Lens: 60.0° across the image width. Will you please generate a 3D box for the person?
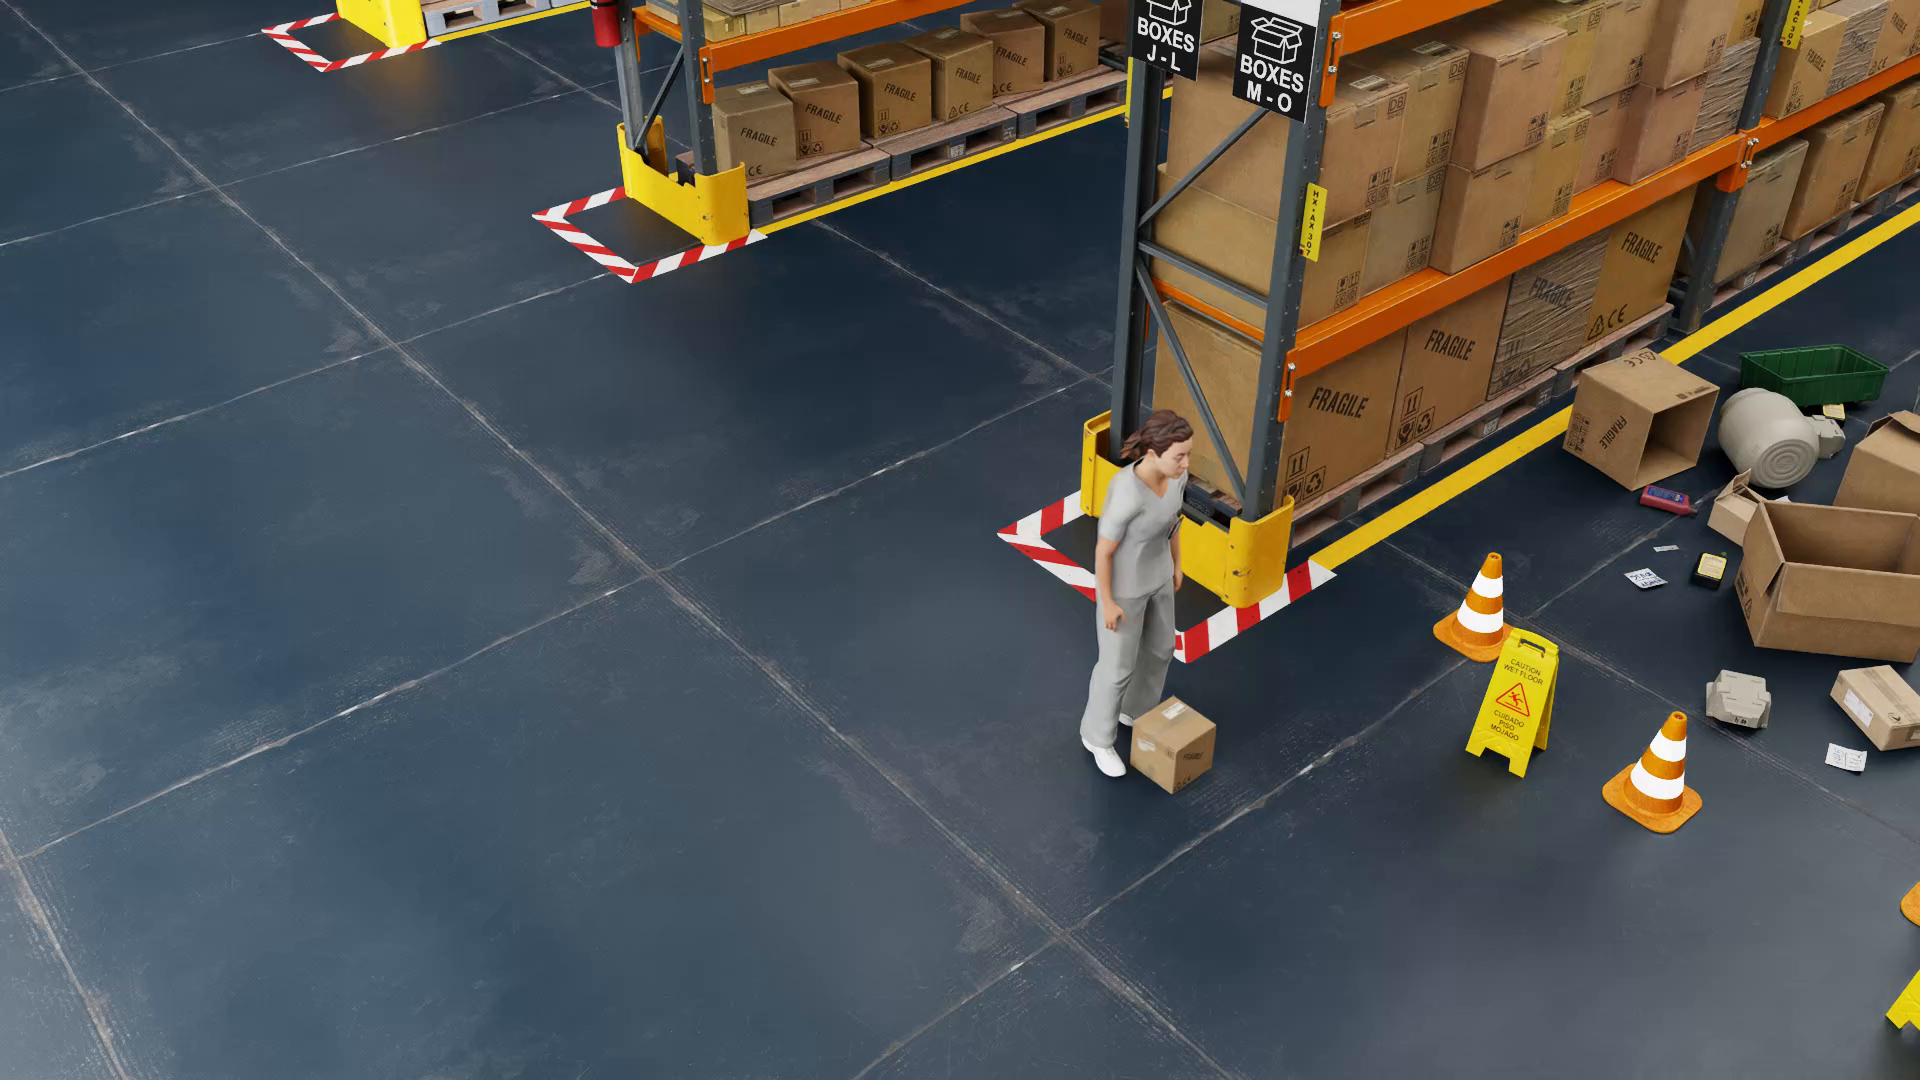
[{"bbox_3d":[0.738,0.188,6.821,0.506,1.671,0.359,-29,45,-34],"label":"person"}]
